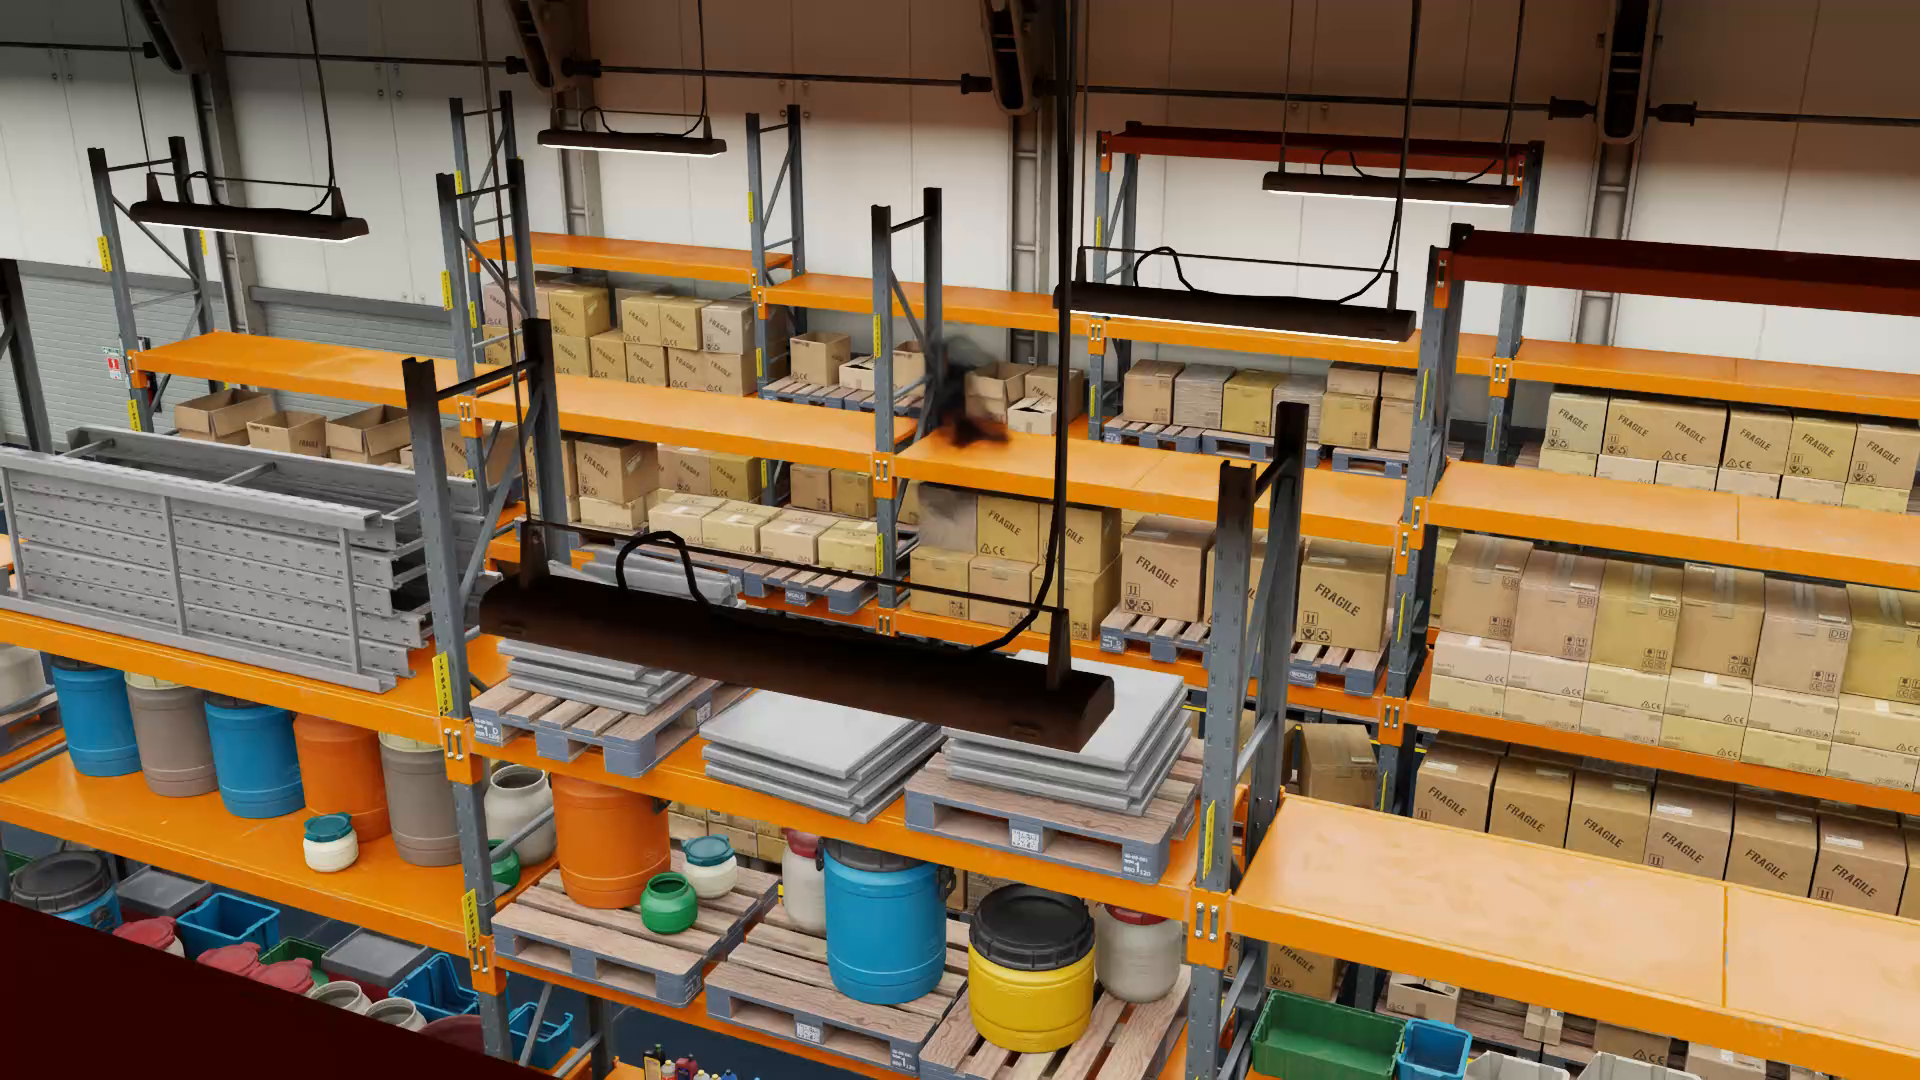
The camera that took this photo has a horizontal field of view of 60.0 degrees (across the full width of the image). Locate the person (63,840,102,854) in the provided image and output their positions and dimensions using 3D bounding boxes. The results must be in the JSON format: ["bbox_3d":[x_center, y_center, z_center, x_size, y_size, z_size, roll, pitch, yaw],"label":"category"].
[{"bbox_3d":[-7.146,2.528,13.640,0.797,1.626,0.519,8,22,21],"label":"person"}]
